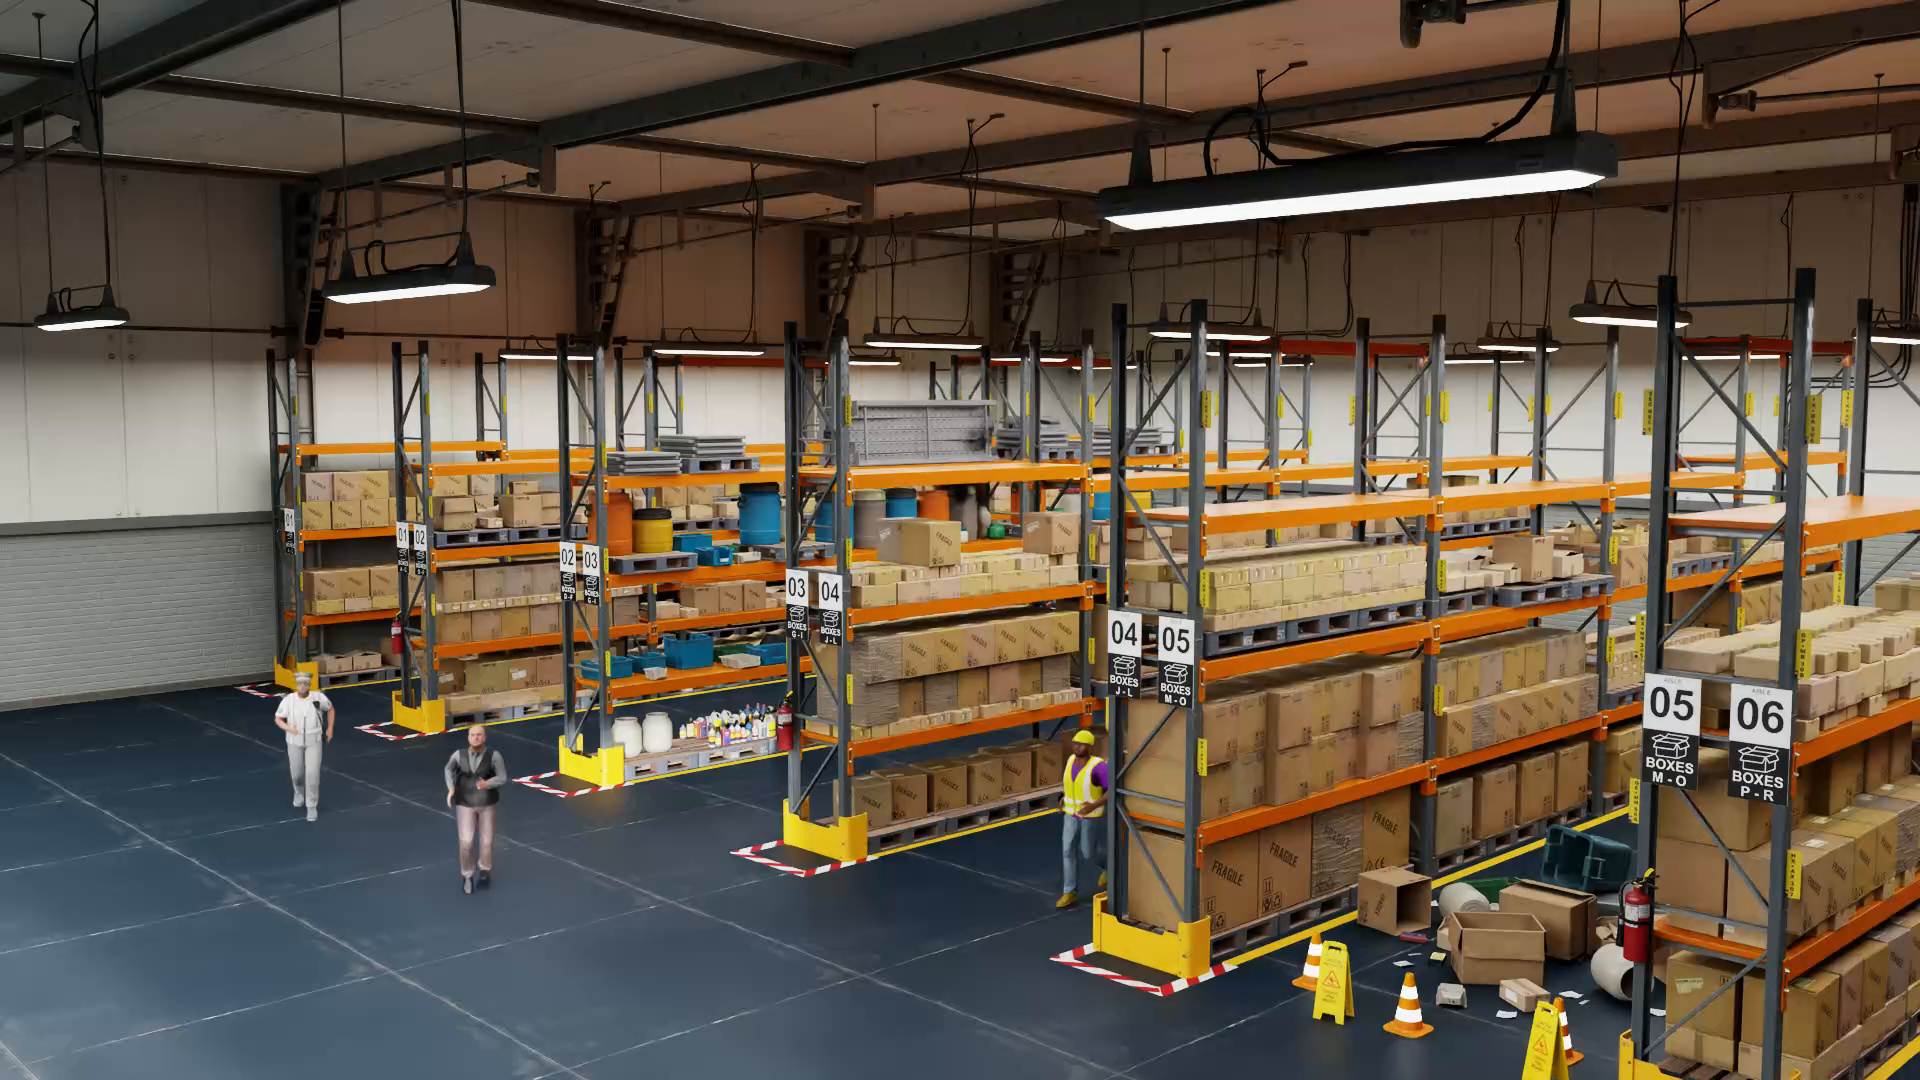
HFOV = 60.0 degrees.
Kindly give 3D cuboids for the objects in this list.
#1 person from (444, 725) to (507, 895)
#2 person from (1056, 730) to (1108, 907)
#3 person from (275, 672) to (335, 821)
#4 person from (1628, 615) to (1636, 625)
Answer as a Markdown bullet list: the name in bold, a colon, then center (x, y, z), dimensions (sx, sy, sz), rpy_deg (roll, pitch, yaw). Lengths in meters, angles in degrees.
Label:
- **person**: center (-5.051, 2.812, 17.372), dimensions (0.627, 1.754, 0.729), rpy_deg (-1, 5, -17)
- **person**: center (1.286, 2.818, 17.053), dimensions (0.706, 1.772, 0.886), rpy_deg (4, 6, 40)
- **person**: center (-8.097, 2.504, 20.576), dimensions (0.686, 1.806, 0.867), rpy_deg (-2, 5, -20)
- **person**: center (10.543, 2.050, 26.090), dimensions (0.654, 1.731, 0.578), rpy_deg (5, 7, 43)
